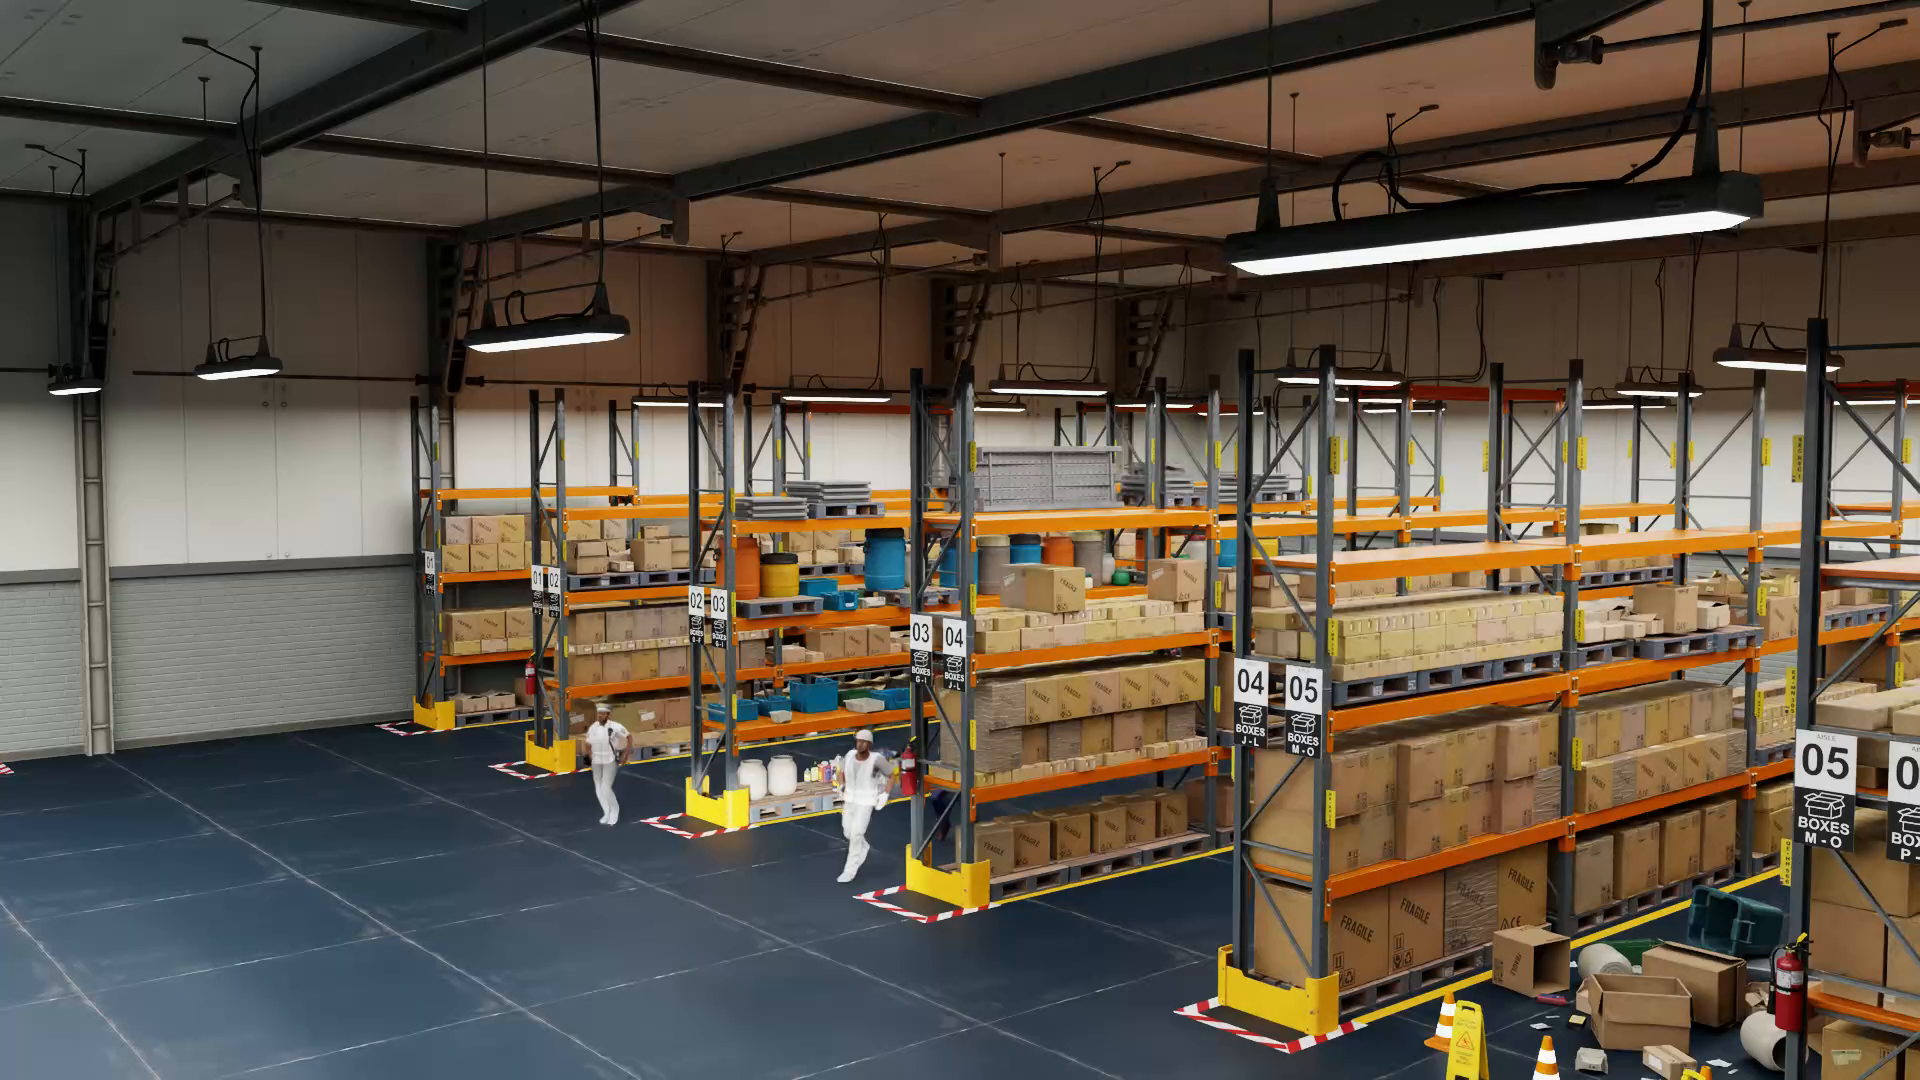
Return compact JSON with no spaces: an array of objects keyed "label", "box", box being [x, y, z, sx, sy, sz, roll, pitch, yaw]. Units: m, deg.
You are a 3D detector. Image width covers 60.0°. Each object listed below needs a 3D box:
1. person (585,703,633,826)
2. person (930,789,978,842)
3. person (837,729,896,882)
[{"label":"person","box":[-4.755,3.011,22.329,0.591,1.680,0.655,1,3,11]},{"label":"person","box":[-0.010,3.094,21.592,0.585,1.668,0.768,3,4,38]},{"label":"person","box":[-1.140,3.113,19.729,0.735,1.767,0.853,2,4,27]}]
